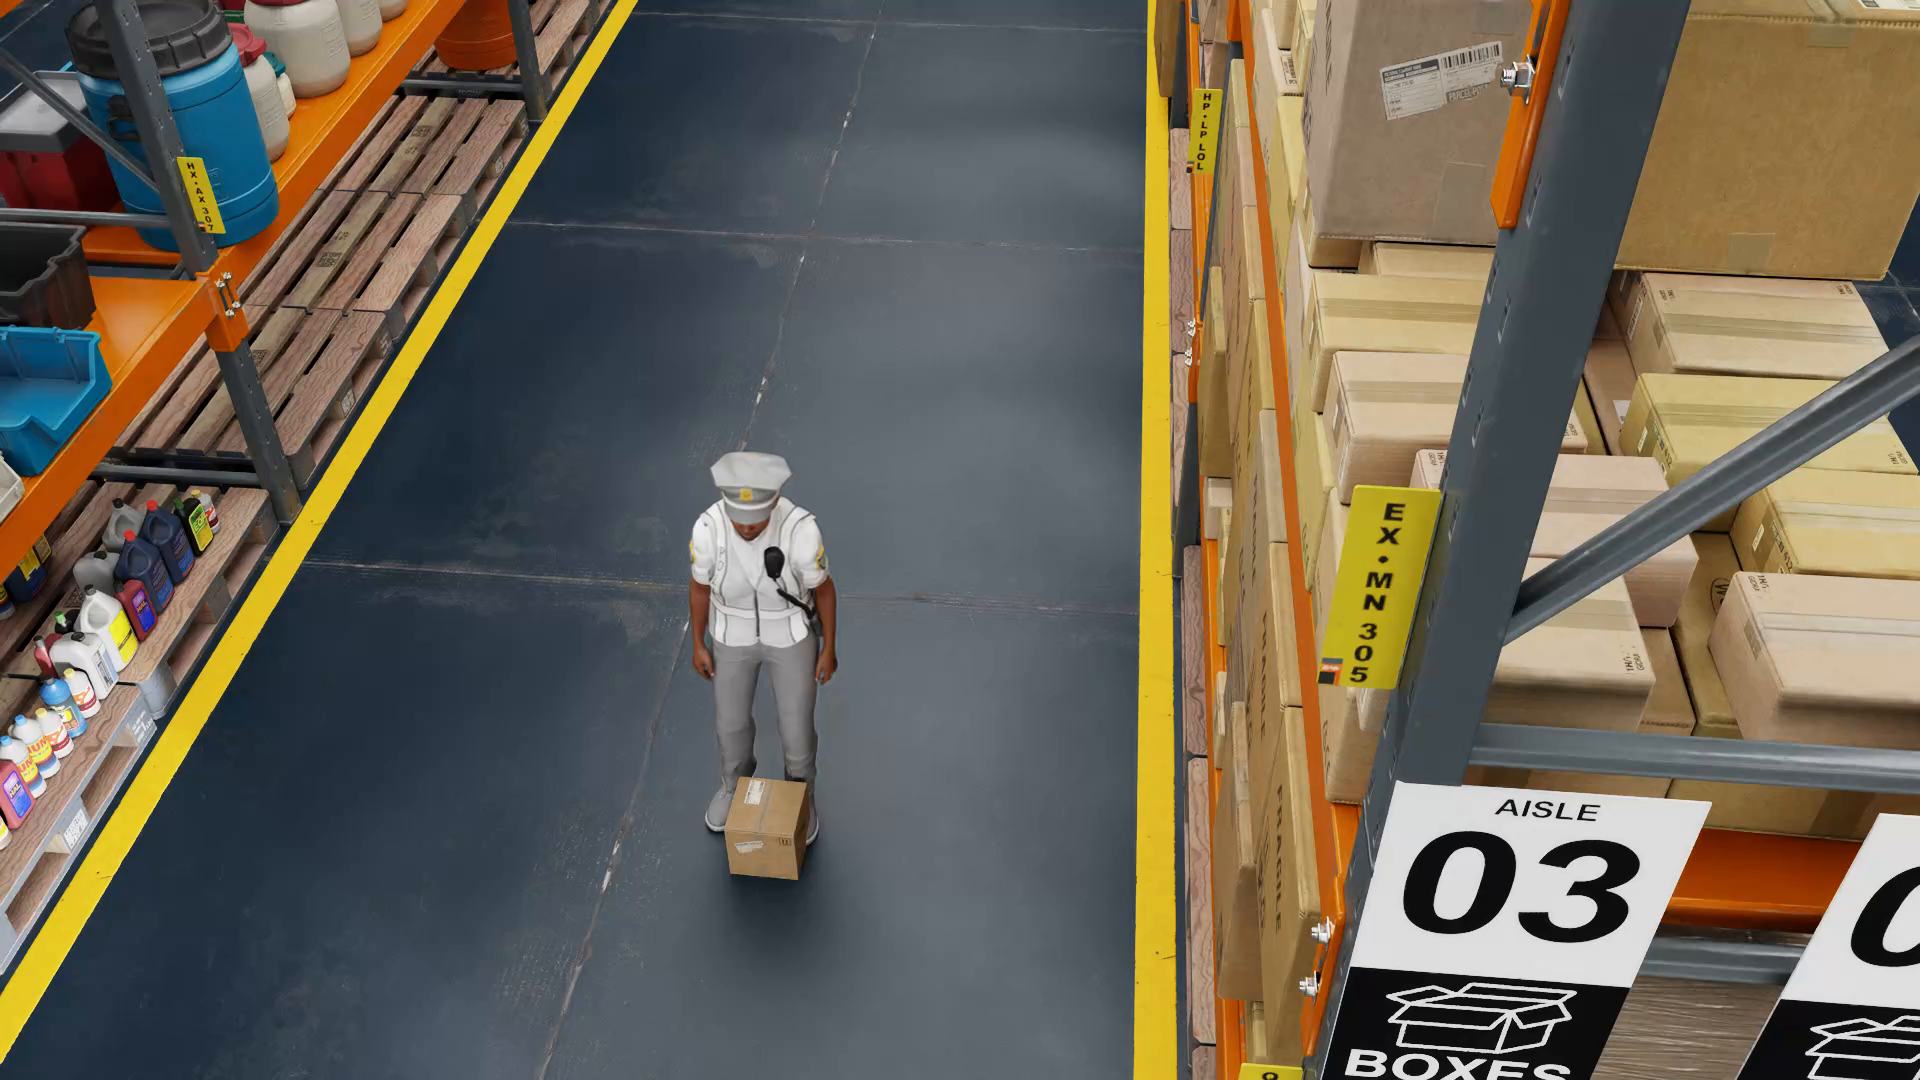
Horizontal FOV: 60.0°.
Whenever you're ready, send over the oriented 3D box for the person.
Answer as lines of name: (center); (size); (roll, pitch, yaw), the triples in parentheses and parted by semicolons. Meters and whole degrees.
person: (-0.683, 0.363, 5.728); (0.523, 1.660, 0.418); (2, 40, 3)
